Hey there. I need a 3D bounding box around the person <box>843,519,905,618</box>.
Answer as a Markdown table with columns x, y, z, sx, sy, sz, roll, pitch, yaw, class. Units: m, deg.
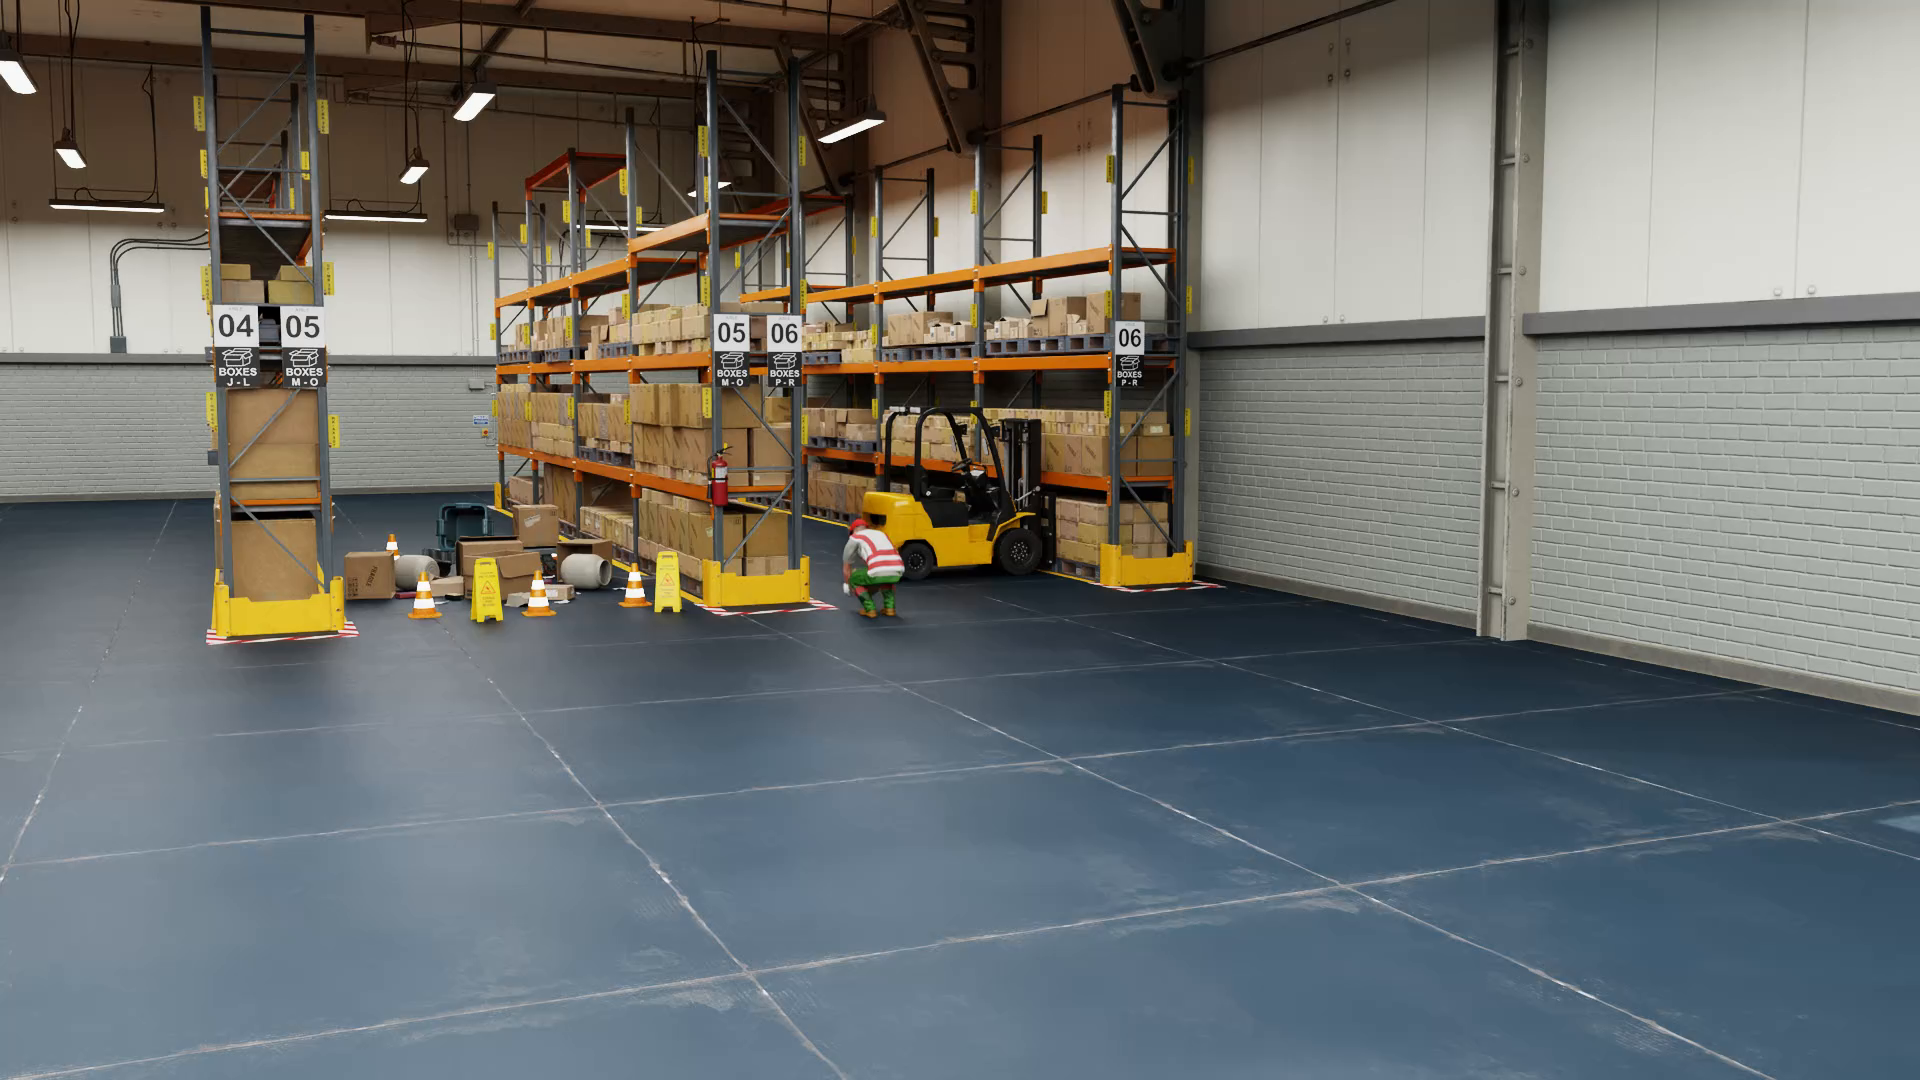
| x | y | z | sx | sy | sz | roll | pitch | yaw | class |
| --- | --- | --- | --- | --- | --- | --- | --- | --- | --- |
| -0.933 | 0.294 | 17.675 | 0.567 | 1.006 | 0.884 | -2 | 6 | -24 | person |
